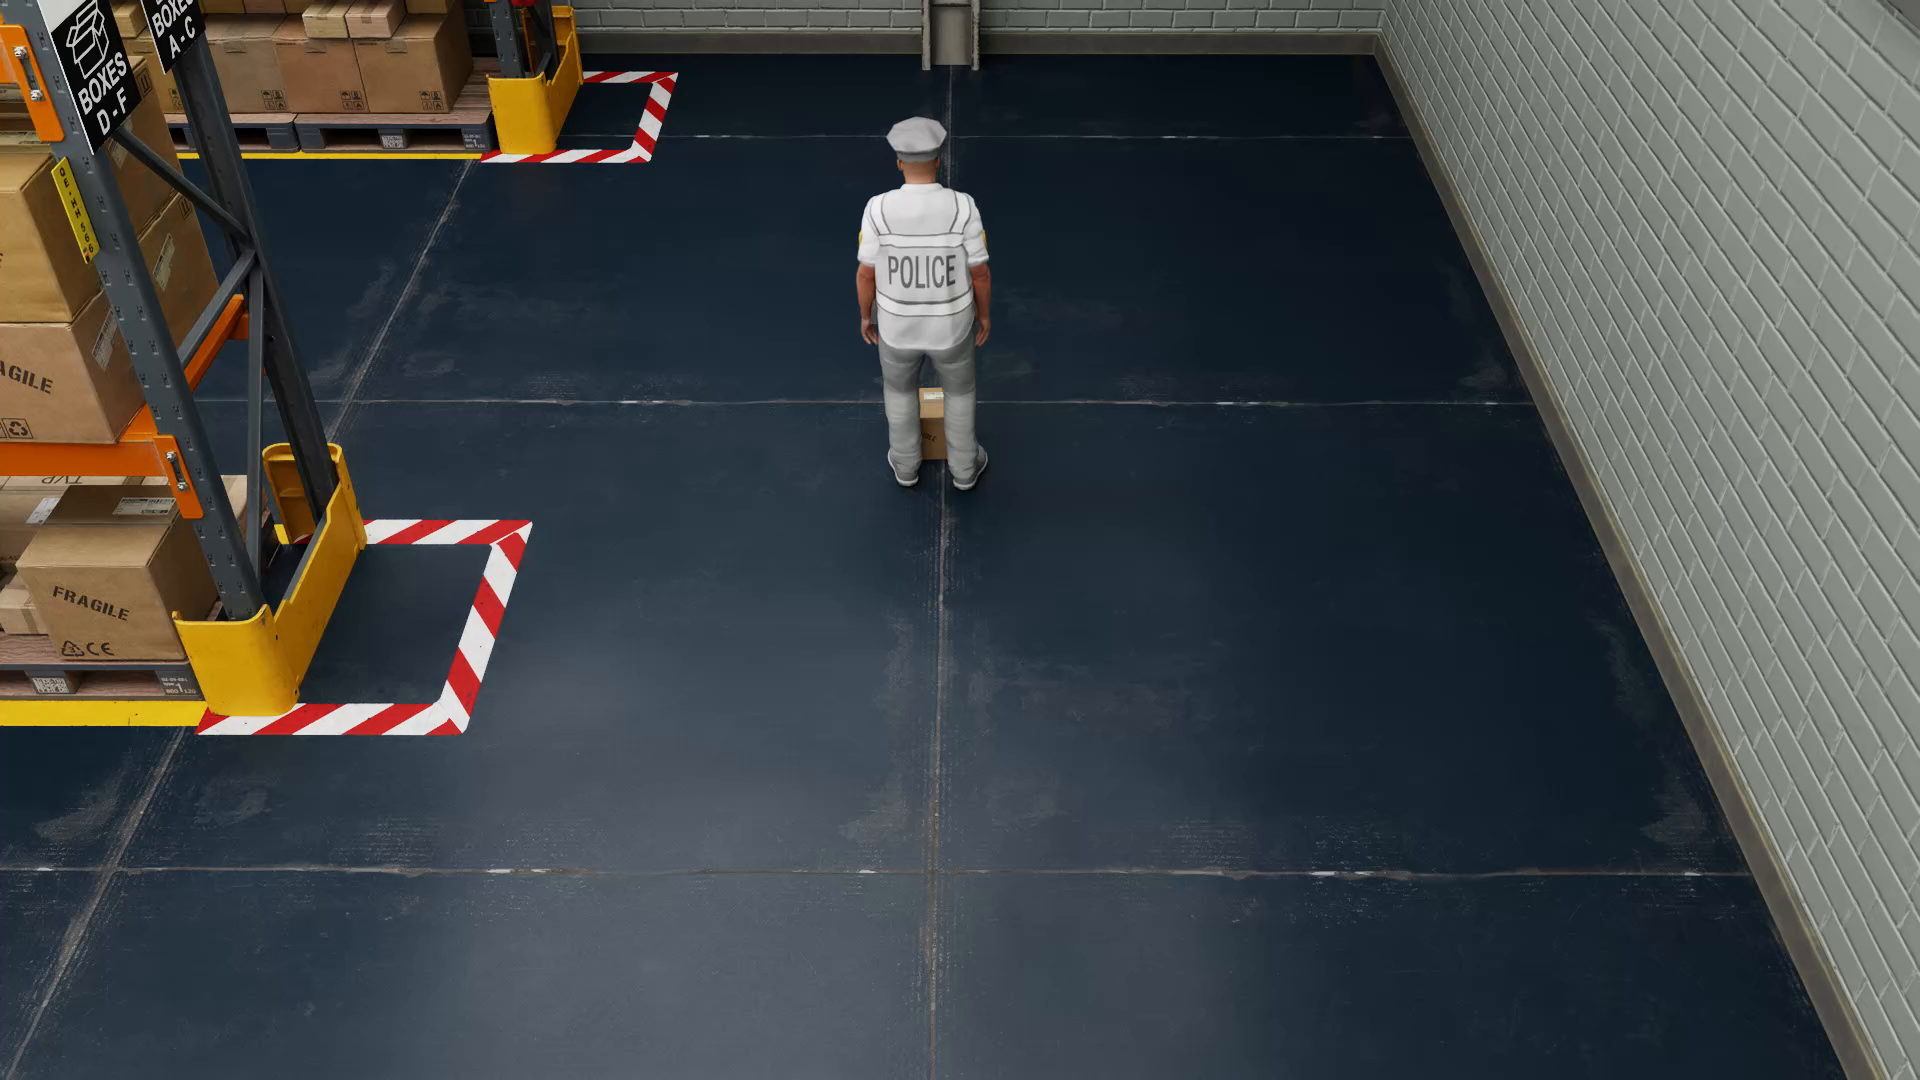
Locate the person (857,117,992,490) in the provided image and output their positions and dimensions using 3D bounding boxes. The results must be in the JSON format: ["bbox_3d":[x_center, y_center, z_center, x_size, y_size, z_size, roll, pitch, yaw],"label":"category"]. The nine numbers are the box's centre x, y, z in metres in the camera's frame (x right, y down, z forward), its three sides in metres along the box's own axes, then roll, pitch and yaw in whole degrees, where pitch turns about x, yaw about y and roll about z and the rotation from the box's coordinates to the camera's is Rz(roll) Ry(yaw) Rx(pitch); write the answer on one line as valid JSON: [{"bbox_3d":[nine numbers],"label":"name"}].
[{"bbox_3d":[-0.153,-0.977,7.340,0.586,1.748,0.468,0,39,0],"label":"person"}]
